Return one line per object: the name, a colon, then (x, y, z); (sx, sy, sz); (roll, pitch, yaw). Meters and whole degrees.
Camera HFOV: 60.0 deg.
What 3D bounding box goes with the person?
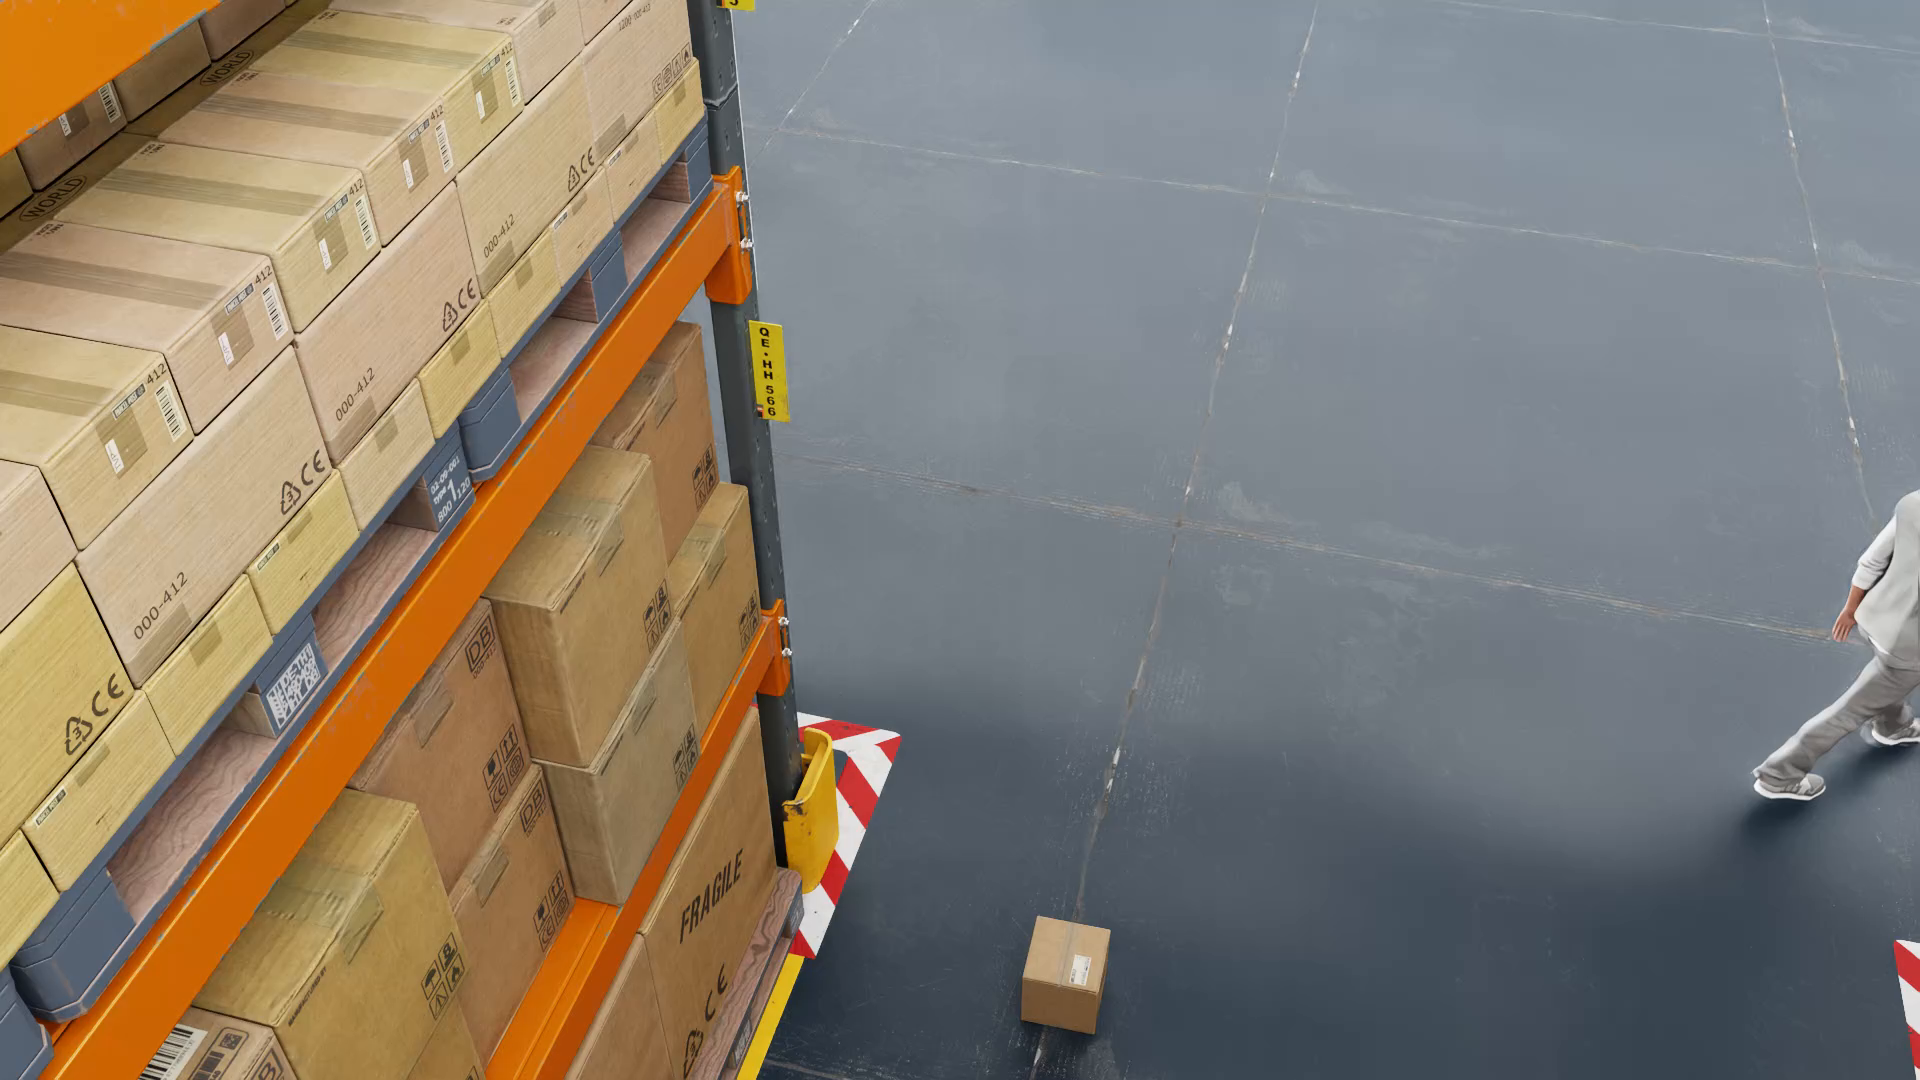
person: (3.382, 0.306, 5.800); (0.866, 1.557, 0.426); (-8, 42, -9)
